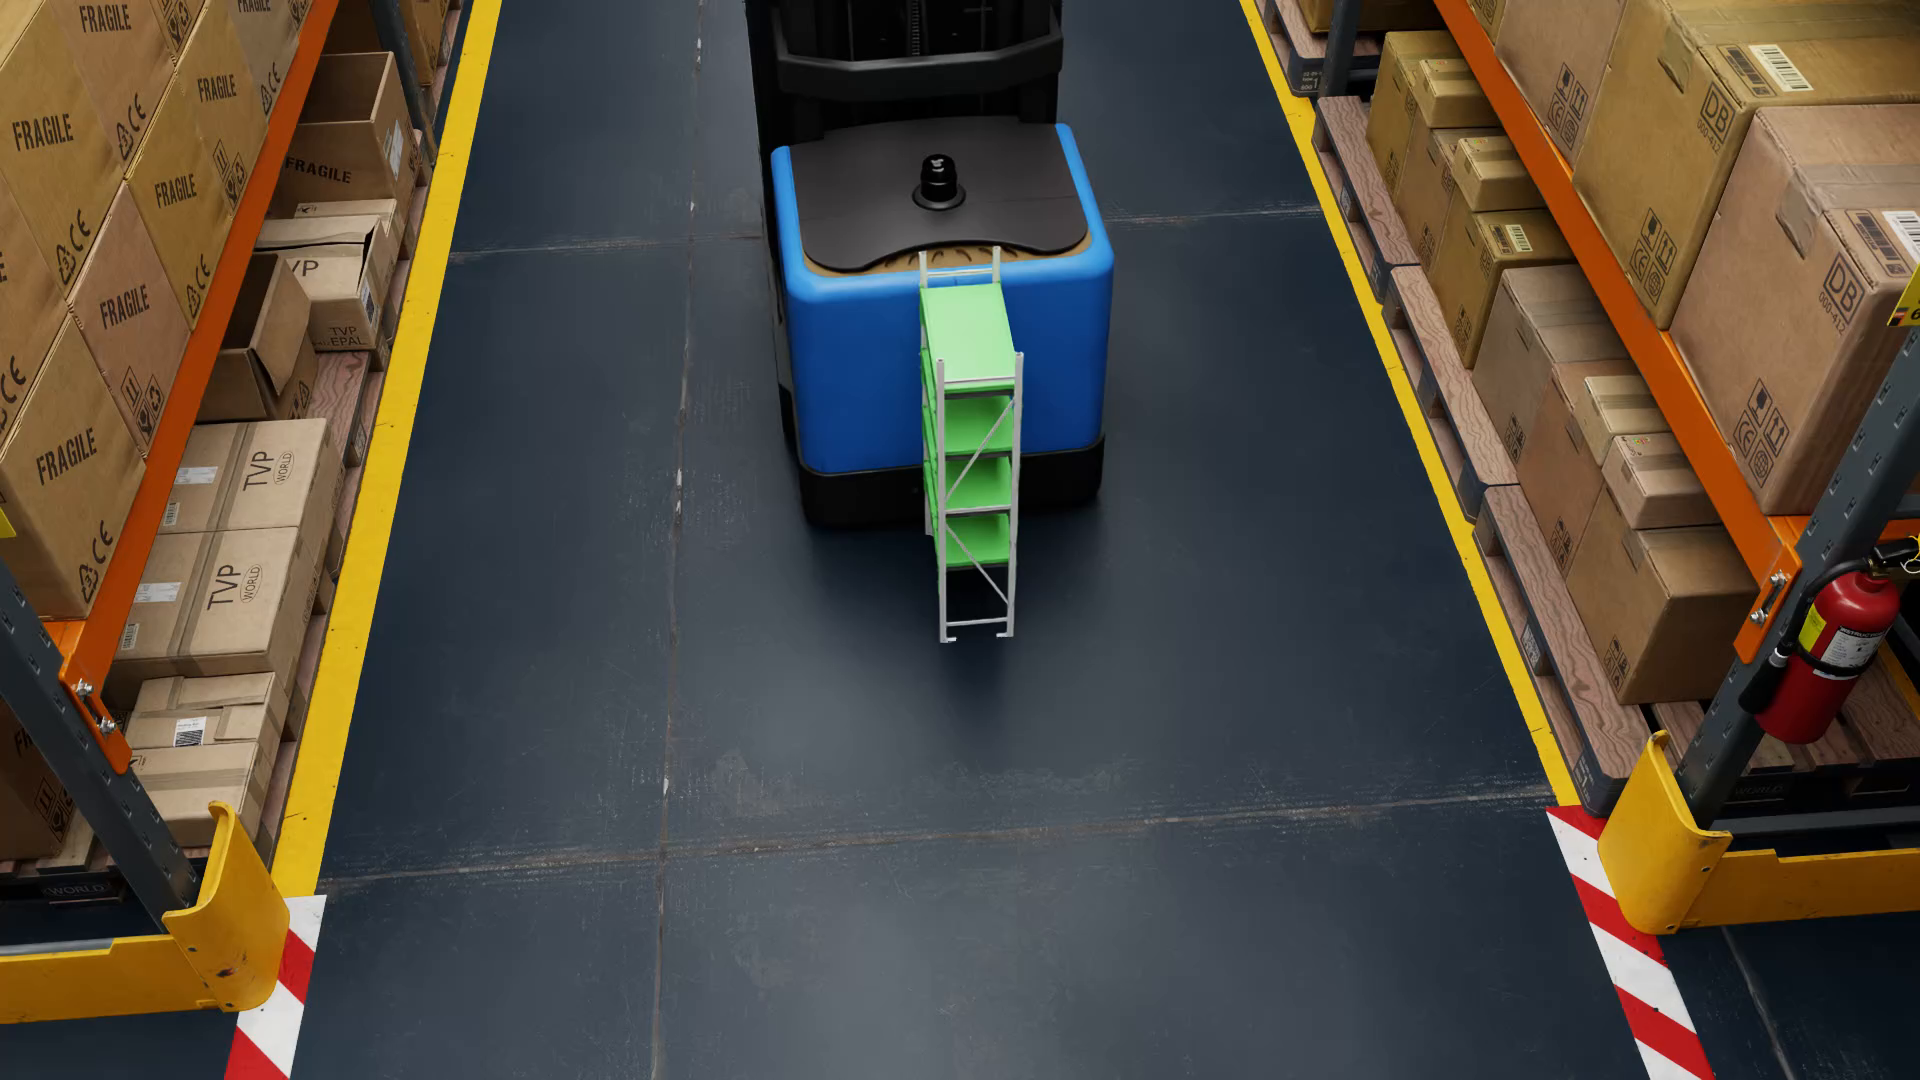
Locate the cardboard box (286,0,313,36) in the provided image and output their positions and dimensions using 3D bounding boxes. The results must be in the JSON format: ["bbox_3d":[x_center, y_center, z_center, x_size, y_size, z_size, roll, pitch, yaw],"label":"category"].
[{"bbox_3d":[-2.466,-1.995,5.505,0.500,0.500,0.500,-2,47,-2],"label":"cardboard box"}]

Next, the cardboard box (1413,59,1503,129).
[{"bbox_3d":[1.935,-1.685,6.266,0.380,0.149,0.250,-2,47,-2],"label":"cardboard box"}]

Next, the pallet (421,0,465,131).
[{"bbox_3d":[-2.914,-2.307,7.790,1.003,0.211,1.213,-3,47,-3],"label":"pallet"}]

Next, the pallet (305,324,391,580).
[{"bbox_3d":[-2.647,-0.339,5.926,1.003,0.211,1.213,-3,47,-3],"label":"pallet"}]

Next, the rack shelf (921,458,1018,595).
[{"bbox_3d":[0.027,-0.057,5.397,0.258,0.148,0.480,-5,47,-4],"label":"rack shelf"}]

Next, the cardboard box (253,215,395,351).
[{"bbox_3d":[-2.415,-0.969,6.151,0.500,0.311,0.500,-3,47,-3],"label":"cardboard box"}]

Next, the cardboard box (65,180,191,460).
[{"bbox_3d":[-2.296,-0.530,4.117,0.500,0.500,0.500,-4,47,-4],"label":"cardboard box"}]

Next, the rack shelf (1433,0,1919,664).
[{"bbox_3d":[2.295,-1.289,5.401,1.077,0.370,4.000,-3,47,-3],"label":"rack shelf"}]

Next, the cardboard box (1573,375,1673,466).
[{"bbox_3d":[2.090,-0.365,5.015,0.380,0.149,0.250,-2,47,-2],"label":"cardboard box"}]

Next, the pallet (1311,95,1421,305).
[{"bbox_3d":[2.113,-1.470,6.997,1.003,0.211,1.213,-3,47,-3],"label":"pallet"}]

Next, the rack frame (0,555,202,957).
[{"bbox_3d":[-2.473,0.214,3.481,1.000,3.000,0.127,-3,47,-3],"label":"rack frame"}]

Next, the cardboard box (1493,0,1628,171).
[{"bbox_3d":[2.283,-1.639,5.030,0.980,0.700,0.700,-6,47,-5],"label":"cardboard box"}]

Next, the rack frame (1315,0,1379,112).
[{"bbox_3d":[2.128,-2.984,6.510,1.000,3.000,0.127,-3,47,-3],"label":"rack frame"}]

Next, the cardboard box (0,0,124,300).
[{"bbox_3d":[-2.299,-0.879,3.759,0.500,0.500,0.500,-3,47,-3],"label":"cardboard box"}]

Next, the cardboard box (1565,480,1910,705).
[{"bbox_3d":[2.304,0.125,4.998,0.700,0.500,0.500,-3,47,-3],"label":"cardboard box"}]

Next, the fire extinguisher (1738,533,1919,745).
[{"bbox_3d":[2.015,0.202,3.803,0.296,0.674,0.183,-3,47,-3],"label":"fire extinguisher"}]

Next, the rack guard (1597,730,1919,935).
[{"bbox_3d":[2.465,0.787,4.660,1.175,0.500,0.348,-3,47,-3],"label":"rack guard"}]

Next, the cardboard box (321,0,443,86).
[{"bbox_3d":[-2.606,-2.336,7.316,0.500,0.500,0.500,-5,47,-5],"label":"cardboard box"}]

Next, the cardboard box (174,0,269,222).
[{"bbox_3d":[-2.376,-1.255,4.804,0.500,0.500,0.500,-3,47,-3],"label":"cardboard box"}]

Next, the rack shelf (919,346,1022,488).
[{"bbox_3d":[0.027,-0.387,5.048,0.258,0.148,0.480,-5,47,-4],"label":"rack shelf"}]

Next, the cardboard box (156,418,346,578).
[{"bbox_3d":[-2.320,-0.126,5.394,0.500,0.250,0.500,-3,47,-3],"label":"cardboard box"}]

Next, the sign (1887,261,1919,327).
[{"bbox_3d":[1.921,-0.546,3.241,0.100,0.325,0.005,-3,47,-3],"label":"sign"}]

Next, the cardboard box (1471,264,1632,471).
[{"bbox_3d":[2.220,-0.601,5.685,0.700,0.500,0.500,-5,47,-5],"label":"cardboard box"}]

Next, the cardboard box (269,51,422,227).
[{"bbox_3d":[-2.478,-1.577,6.596,0.500,0.500,0.500,-3,47,-3],"label":"cardboard box"}]

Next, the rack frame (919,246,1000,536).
[{"bbox_3d":[-0.001,-0.442,5.343,0.240,1.200,0.015,-5,47,-4],"label":"rack frame"}]

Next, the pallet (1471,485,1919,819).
[{"bbox_3d":[2.318,0.295,5.325,1.003,0.211,1.213,-3,47,-3],"label":"pallet"}]

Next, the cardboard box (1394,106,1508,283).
[{"bbox_3d":[2.127,-1.358,6.402,0.700,0.500,0.500,-4,47,-4],"label":"cardboard box"}]

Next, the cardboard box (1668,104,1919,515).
[{"bbox_3d":[2.410,-0.561,4.009,0.980,0.700,0.700,-2,47,-1],"label":"cardboard box"}]

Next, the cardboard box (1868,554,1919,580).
[{"bbox_3d":[2.514,-0.020,4.688,0.380,0.149,0.250,-3,47,-3],"label":"cardboard box"}]

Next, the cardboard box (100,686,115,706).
[{"bbox_3d":[-2.709,0.360,4.991,0.380,0.166,0.250,-3,47,-3],"label":"cardboard box"}]

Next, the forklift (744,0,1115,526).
[{"bbox_3d":[-0.228,-2.139,5.757,1.130,2.935,3.031,-6,47,-6],"label":"forklift"}]

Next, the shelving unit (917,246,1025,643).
[{"bbox_3d":[0.027,-0.266,5.176,0.258,1.200,0.503,-5,47,-4],"label":"shelving unit"}]

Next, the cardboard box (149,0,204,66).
[{"bbox_3d":[-2.380,-1.609,4.450,0.500,0.500,0.500,-4,47,-4],"label":"cardboard box"}]

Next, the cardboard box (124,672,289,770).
[{"bbox_3d":[-2.187,0.532,4.828,0.380,0.166,0.250,-3,47,-3],"label":"cardboard box"}]
